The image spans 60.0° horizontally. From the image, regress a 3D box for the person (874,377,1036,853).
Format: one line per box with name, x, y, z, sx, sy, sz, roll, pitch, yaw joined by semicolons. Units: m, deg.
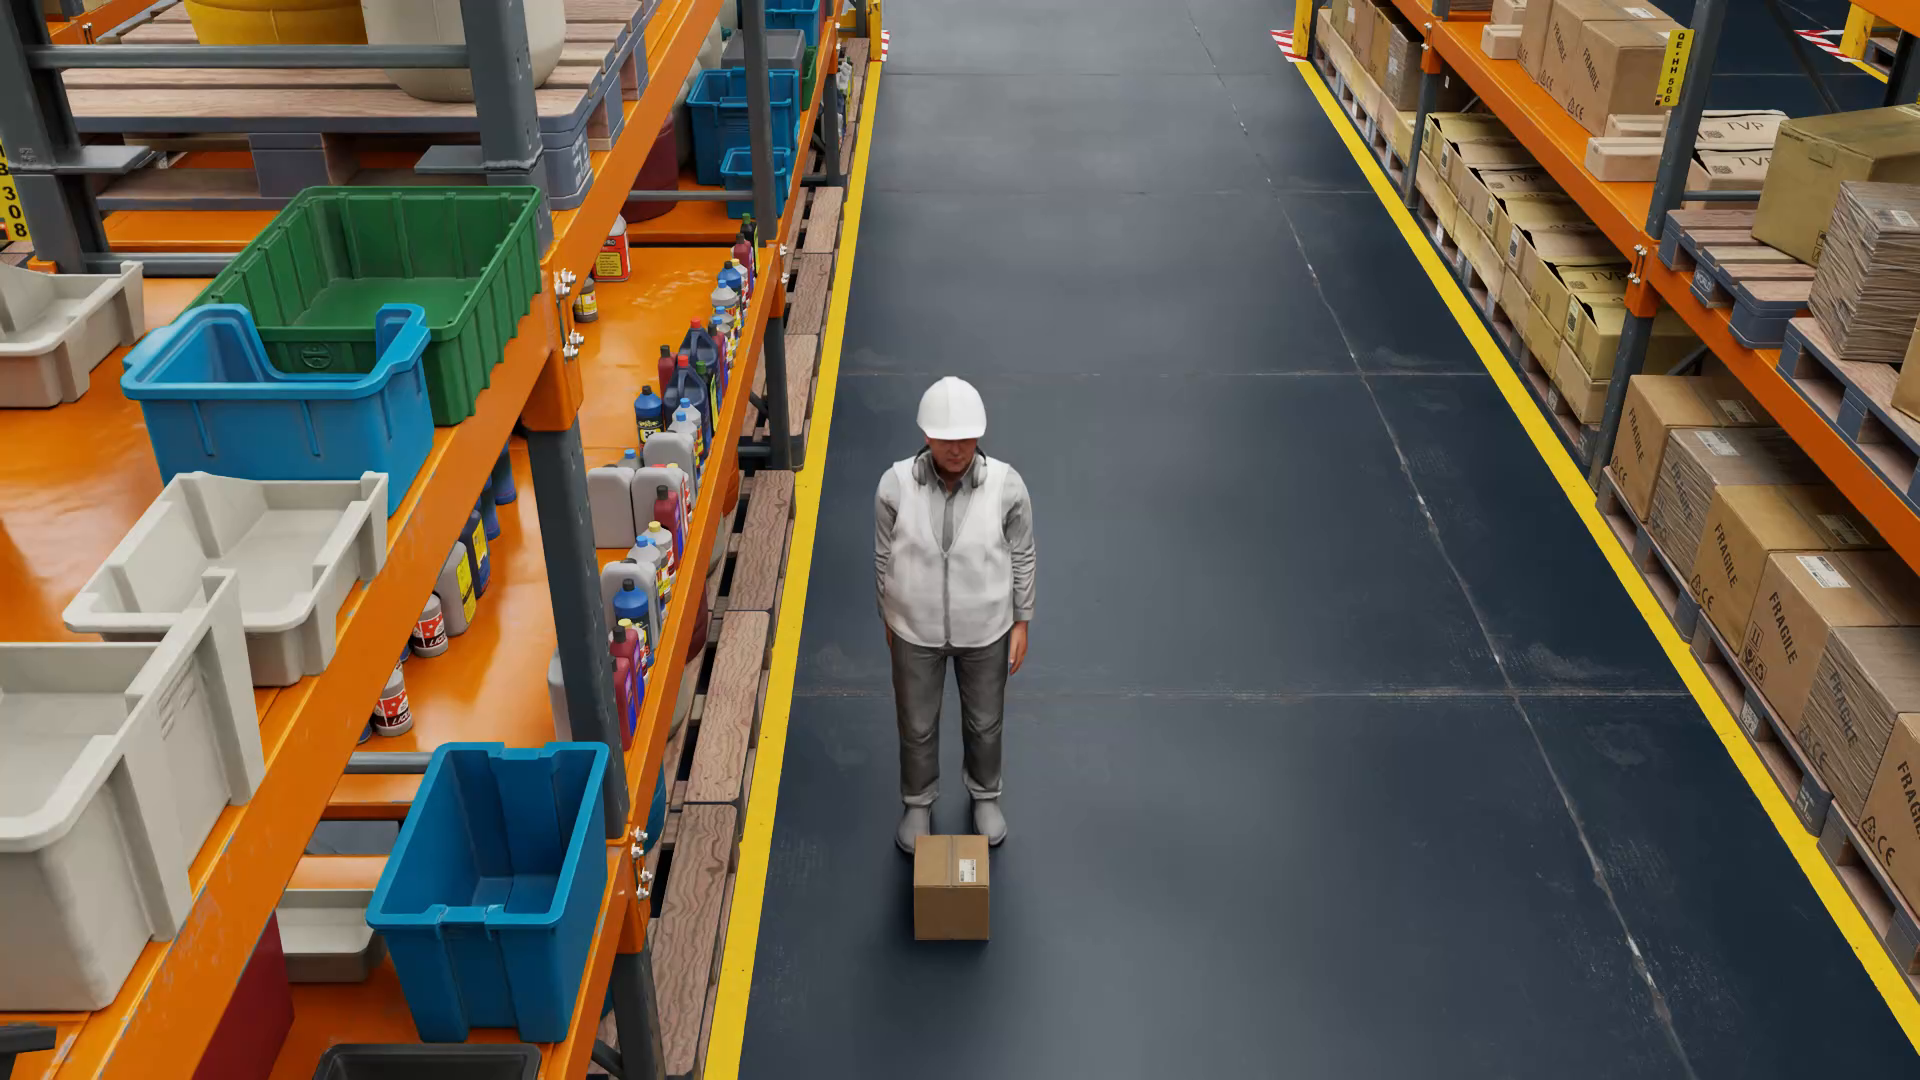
person;-0.019;0.283;5.646;0.542;1.776;0.367;0;31;1
